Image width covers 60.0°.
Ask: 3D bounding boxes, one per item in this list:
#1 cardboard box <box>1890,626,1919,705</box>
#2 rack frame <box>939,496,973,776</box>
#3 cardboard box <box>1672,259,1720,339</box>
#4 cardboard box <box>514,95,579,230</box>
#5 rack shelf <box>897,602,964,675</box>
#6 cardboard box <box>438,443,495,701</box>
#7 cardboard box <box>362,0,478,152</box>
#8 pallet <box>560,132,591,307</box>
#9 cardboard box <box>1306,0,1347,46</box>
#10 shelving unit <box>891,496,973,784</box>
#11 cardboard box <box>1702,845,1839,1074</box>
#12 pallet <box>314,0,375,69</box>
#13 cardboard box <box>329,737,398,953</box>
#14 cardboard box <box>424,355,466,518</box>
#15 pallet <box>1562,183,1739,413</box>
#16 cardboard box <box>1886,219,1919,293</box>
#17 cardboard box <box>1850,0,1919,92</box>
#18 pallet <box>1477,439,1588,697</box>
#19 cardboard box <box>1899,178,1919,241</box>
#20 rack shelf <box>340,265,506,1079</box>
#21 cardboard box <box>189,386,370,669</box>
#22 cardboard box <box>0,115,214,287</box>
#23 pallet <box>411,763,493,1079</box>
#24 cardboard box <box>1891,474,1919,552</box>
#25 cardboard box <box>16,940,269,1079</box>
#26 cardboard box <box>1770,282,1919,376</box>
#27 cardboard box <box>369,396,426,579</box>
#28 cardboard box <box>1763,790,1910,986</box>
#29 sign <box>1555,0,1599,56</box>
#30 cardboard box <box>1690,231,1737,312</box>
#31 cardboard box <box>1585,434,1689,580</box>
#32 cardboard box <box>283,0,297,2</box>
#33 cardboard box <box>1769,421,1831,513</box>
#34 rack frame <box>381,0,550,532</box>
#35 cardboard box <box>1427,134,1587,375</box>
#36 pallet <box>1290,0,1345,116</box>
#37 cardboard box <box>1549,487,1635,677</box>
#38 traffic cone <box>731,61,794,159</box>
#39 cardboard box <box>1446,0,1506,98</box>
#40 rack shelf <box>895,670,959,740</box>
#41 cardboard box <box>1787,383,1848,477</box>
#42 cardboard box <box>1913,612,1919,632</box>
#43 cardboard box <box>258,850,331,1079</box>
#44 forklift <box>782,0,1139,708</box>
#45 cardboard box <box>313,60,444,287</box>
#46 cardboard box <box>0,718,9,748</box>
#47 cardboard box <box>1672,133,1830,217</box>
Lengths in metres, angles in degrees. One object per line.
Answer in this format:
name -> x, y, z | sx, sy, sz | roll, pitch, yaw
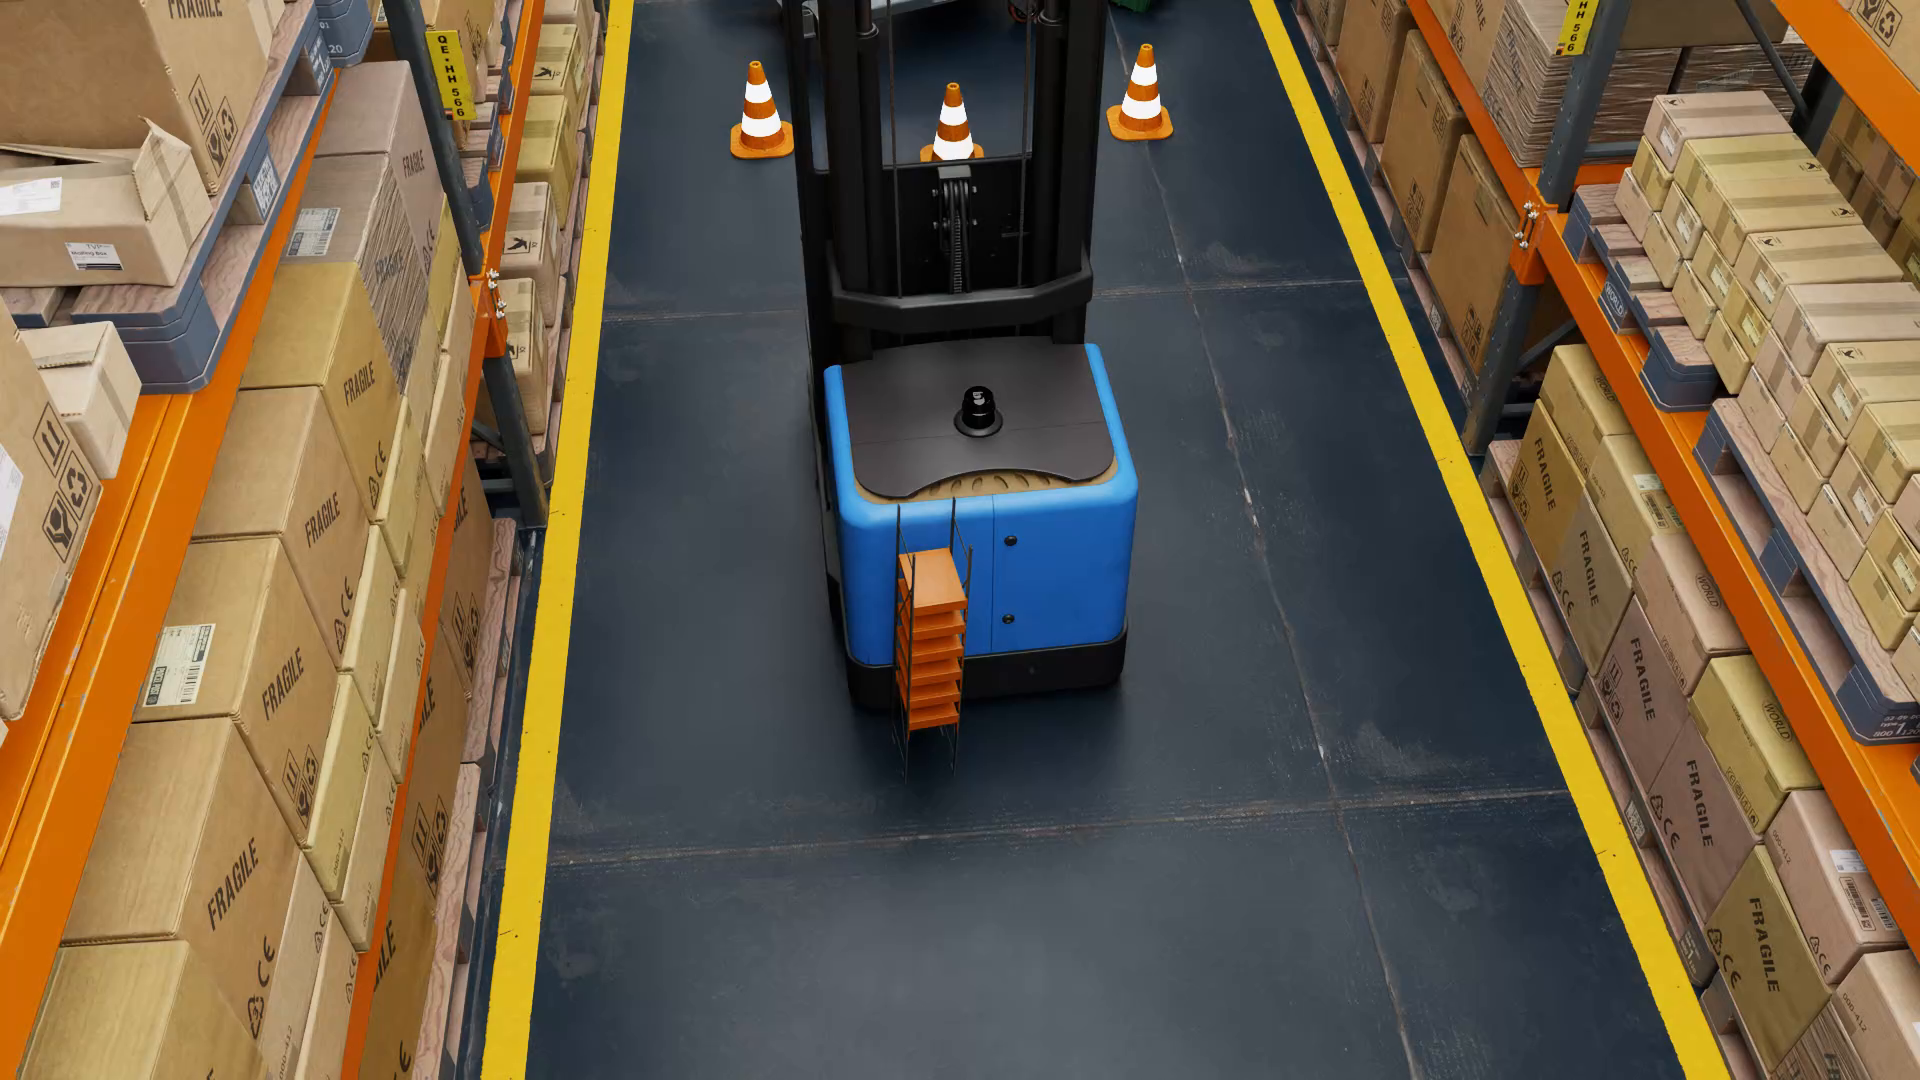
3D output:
cardboard box -> 2.715, 0.347, 4.376 | 0.380, 0.149, 0.250 | -5, 47, -5
rack frame -> -0.020, 0.359, 5.721 | 0.006, 1.200, 0.240 | -8, 47, -12
cardboard box -> 2.583, -0.796, 5.458 | 0.380, 0.149, 0.250 | -1, 47, -1
cardboard box -> -2.388, -1.822, 8.066 | 0.950, 0.372, 0.625 | -2, 47, -2
rack shelf -> -0.105, 0.319, 5.648 | 0.180, 0.103, 0.258 | -8, 47, -12
cardboard box -> -2.248, 0.002, 5.993 | 0.875, 0.875, 0.875 | -4, 47, -4
cardboard box -> -2.030, -1.710, 5.877 | 0.500, 0.500, 0.500 | -5, 47, -4
pallet -> -2.386, -1.576, 8.234 | 1.003, 0.211, 1.213 | -3, 47, -3
cardboard box -> 2.508, -3.284, 9.191 | 1.050, 0.750, 0.750 | -4, 47, -3
shelving unit -> -0.109, 0.372, 5.703 | 0.189, 1.200, 0.258 | -8, 47, -12
cardboard box -> 2.680, 1.255, 5.065 | 0.500, 0.500, 0.500 | -4, 47, -4
pallet -> -2.116, -1.593, 4.393 | 1.213, 0.211, 1.003 | -2, 47, -1
cardboard box -> -1.734, 0.776, 4.189 | 0.500, 0.250, 0.500 | -4, 47, -4
cardboard box -> -1.863, -0.319, 5.226 | 0.500, 0.250, 0.500 | -3, 47, -3
pallet -> 2.867, -0.888, 5.794 | 1.213, 0.211, 1.003 | -3, 47, -3
cardboard box -> 3.245, -0.910, 5.362 | 0.380, 0.149, 0.250 | -2, 47, -2
cardboard box -> 2.580, -1.377, 3.990 | 0.500, 0.500, 0.500 | -3, 47, -3
pallet -> 2.765, 0.061, 6.683 | 1.003, 0.211, 1.213 | -3, 47, -3
cardboard box -> 3.240, -1.028, 5.268 | 0.380, 0.149, 0.250 | -2, 47, -2
rack shelf -> -2.056, 0.605, 4.743 | 1.077, 0.370, 4.000 | -3, 47, -3
cardboard box -> -1.798, -0.012, 4.075 | 0.500, 0.500, 0.500 | -4, 47, -4
cardboard box -> -1.692, -0.668, 3.190 | 0.396, 0.266, 0.258 | 0, 47, 0
pallet -> -2.133, 1.325, 5.486 | 1.003, 0.211, 1.213 | -3, 47, -3
cardboard box -> 2.700, -0.053, 4.345 | 0.380, 0.149, 0.250 | -5, 47, -5
cardboard box -> -1.639, 1.091, 3.030 | 0.500, 0.500, 0.500 | -3, 47, -3
cardboard box -> 2.634, -0.620, 4.882 | 0.380, 0.149, 0.250 | -2, 47, -1
cardboard box -> -1.819, -0.135, 4.707 | 0.500, 0.250, 0.500 | -5, 47, -4
cardboard box -> 2.692, 0.992, 4.797 | 0.500, 0.250, 0.500 | -1, 47, -1
sign -> 2.148, -1.825, 5.752 | 0.100, 0.325, 0.005 | -3, 47, -3
cardboard box -> 2.592, -0.872, 5.326 | 0.380, 0.149, 0.250 | -5, 47, -5
cardboard box -> 2.560, -0.125, 5.855 | 0.500, 0.250, 0.500 | -4, 47, -4
cardboard box -> -1.951, -1.595, 3.907 | 0.700, 0.500, 0.500 | -6, 47, -5
cardboard box -> 2.650, -0.226, 4.918 | 0.380, 0.149, 0.250 | -3, 47, -3
rack frame -> -2.223, -1.089, 5.852 | 1.000, 3.000, 0.127 | -3, 47, -3
cardboard box -> 2.740, -1.280, 7.293 | 1.050, 0.750, 0.750 | -4, 47, -4
pallet -> 2.506, -2.845, 9.435 | 1.003, 0.211, 1.213 | -3, 47, -3
cardboard box -> 2.552, 0.143, 6.118 | 0.500, 0.500, 0.500 | -3, 47, -3
traffic cone -> -1.059, -2.299, 8.745 | 0.336, 0.463, 0.334 | -3, 47, -3
cardboard box -> 2.356, -2.168, 6.805 | 0.500, 0.500, 0.500 | -3, 47, -3
rack shelf -> -0.122, 0.569, 5.907 | 0.180, 0.103, 0.258 | -8, 47, -12
cardboard box -> 2.651, -0.330, 4.812 | 0.380, 0.149, 0.250 | -4, 47, -4
cardboard box -> 2.717, 0.239, 4.273 | 0.380, 0.149, 0.250 | -6, 47, -5
cardboard box -> -1.716, 0.974, 3.657 | 0.500, 0.250, 0.500 | -3, 47, -3
forklift -> -0.082, -1.461, 6.252 | 1.130, 2.935, 3.031 | -5, 47, -5
cardboard box -> -1.919, -1.109, 5.113 | 0.500, 0.500, 0.500 | -5, 47, -4
cardboard box -> -1.581, 0.292, 2.281 | 0.396, 0.266, 0.258 | -4, 47, -4
cardboard box -> 2.572, -1.185, 5.417 | 0.380, 0.149, 0.250 | -5, 47, -4
